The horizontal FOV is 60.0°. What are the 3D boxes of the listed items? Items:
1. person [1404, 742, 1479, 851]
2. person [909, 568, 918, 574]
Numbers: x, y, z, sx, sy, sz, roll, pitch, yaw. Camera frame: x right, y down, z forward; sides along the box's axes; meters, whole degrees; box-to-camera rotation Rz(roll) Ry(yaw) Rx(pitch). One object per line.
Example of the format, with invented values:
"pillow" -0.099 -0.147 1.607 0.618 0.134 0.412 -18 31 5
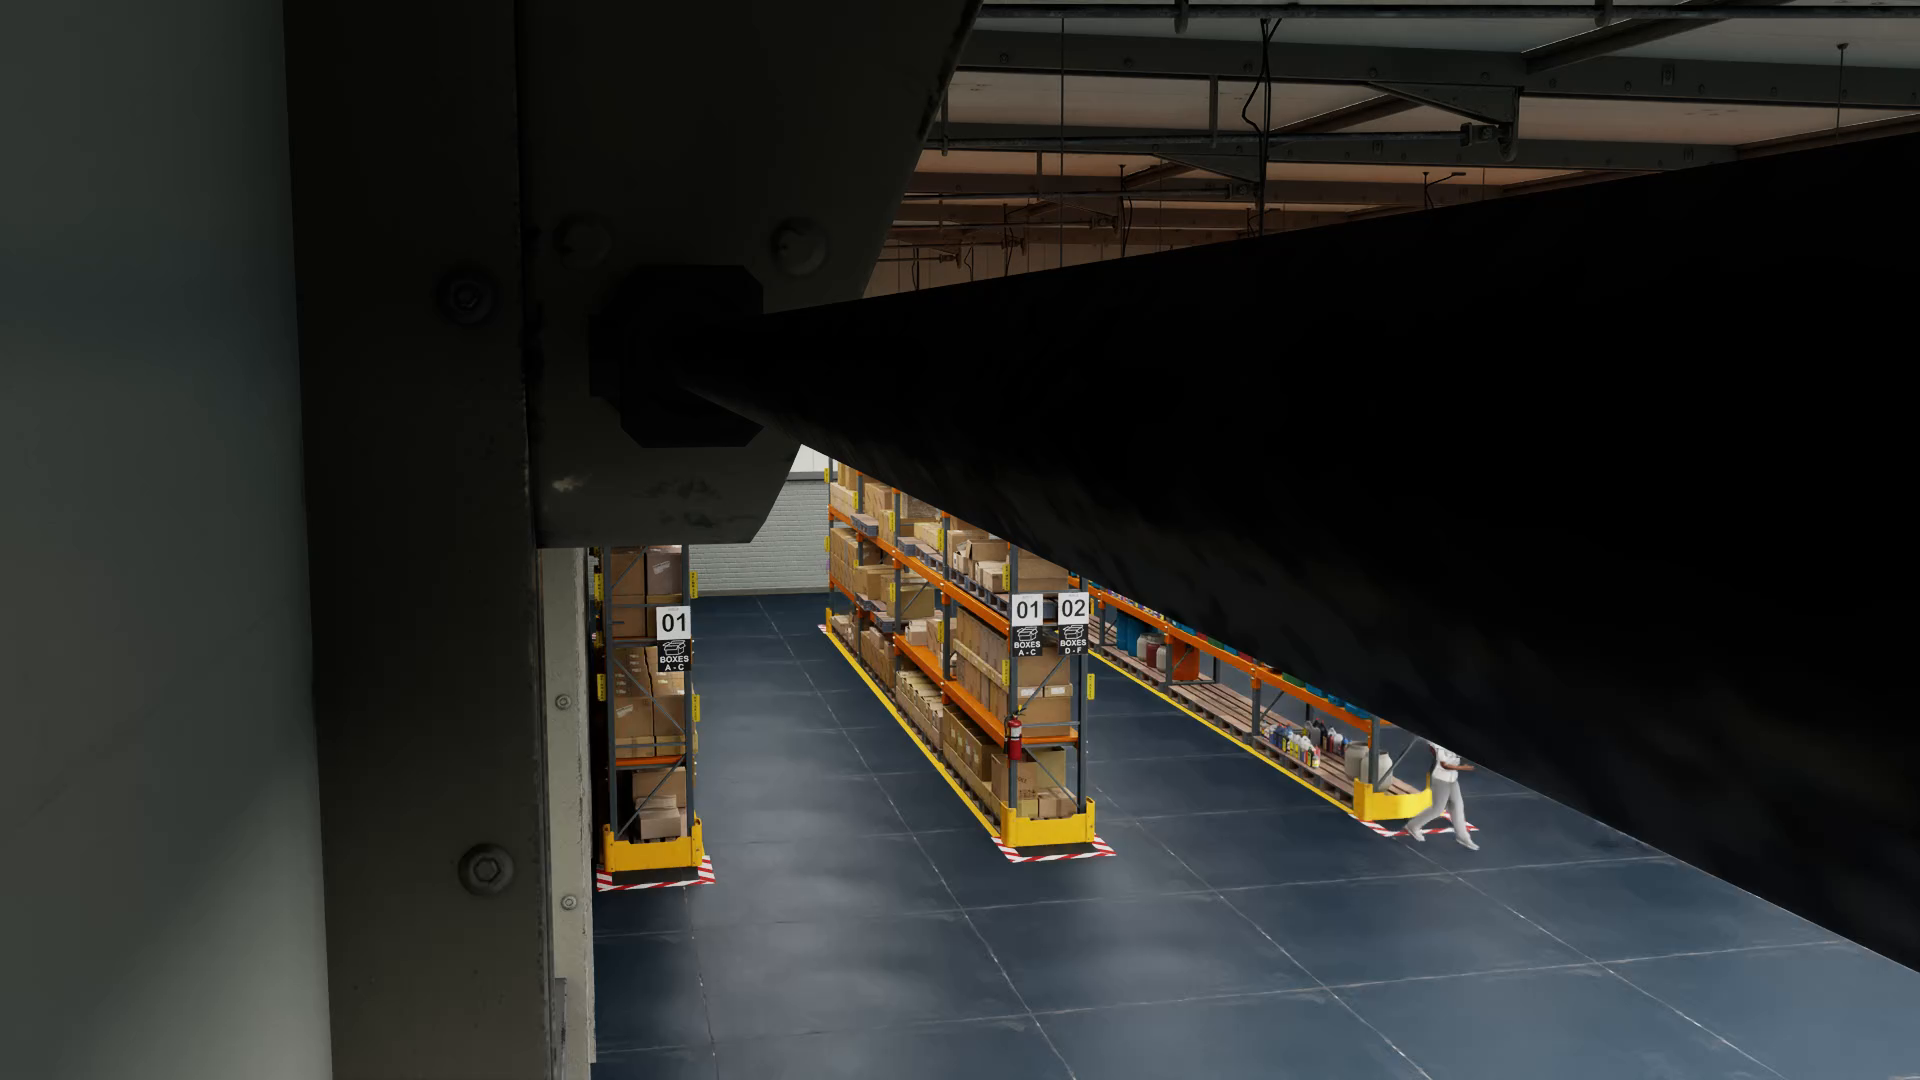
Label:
"person" 6.052 3.012 20.809 0.910 1.717 0.583 3 7 24
"person" -1.003 1.042 37.304 0.592 1.727 0.721 4 8 31
